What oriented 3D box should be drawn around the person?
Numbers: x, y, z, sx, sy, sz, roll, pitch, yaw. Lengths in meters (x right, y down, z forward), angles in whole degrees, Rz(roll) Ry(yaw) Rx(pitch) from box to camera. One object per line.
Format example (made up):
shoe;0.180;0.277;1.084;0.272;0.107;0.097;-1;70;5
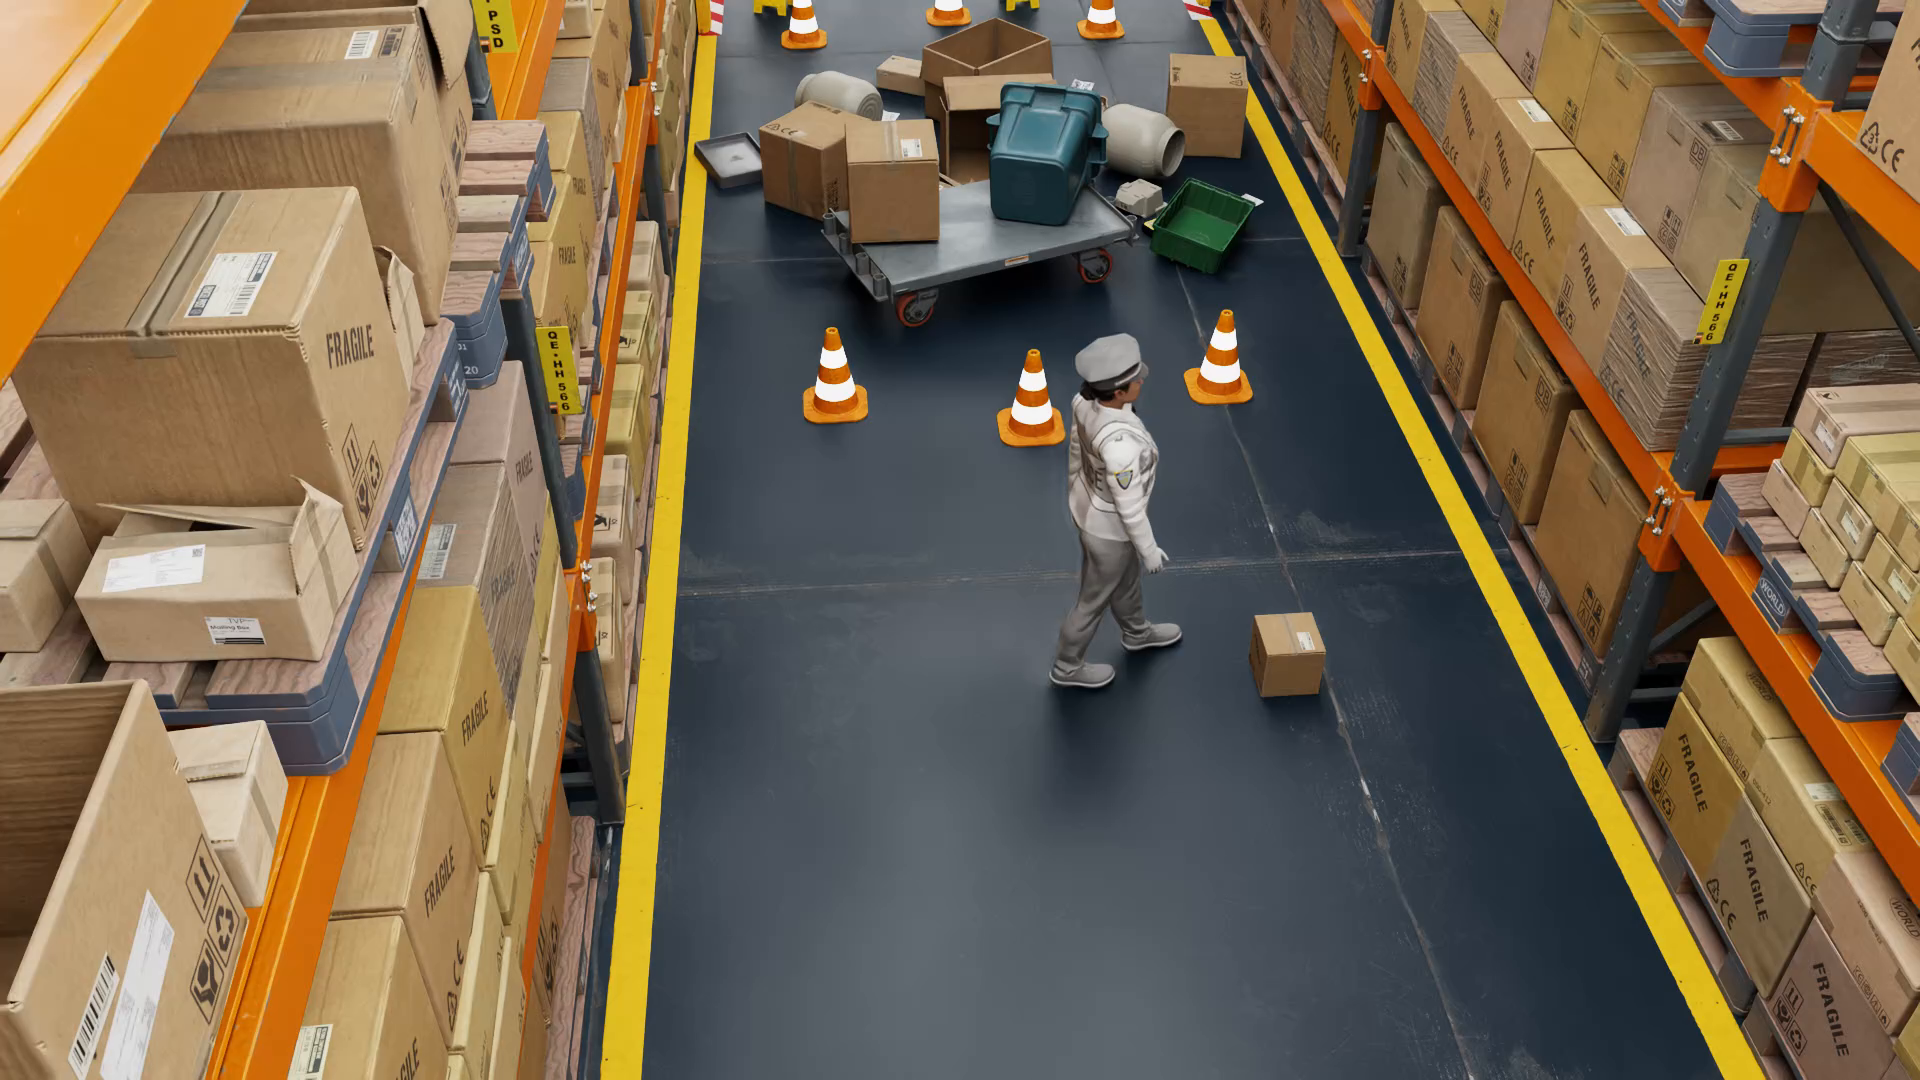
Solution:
person;0.694;-0.084;6.644;0.642;1.682;0.503;-7;40;-9
